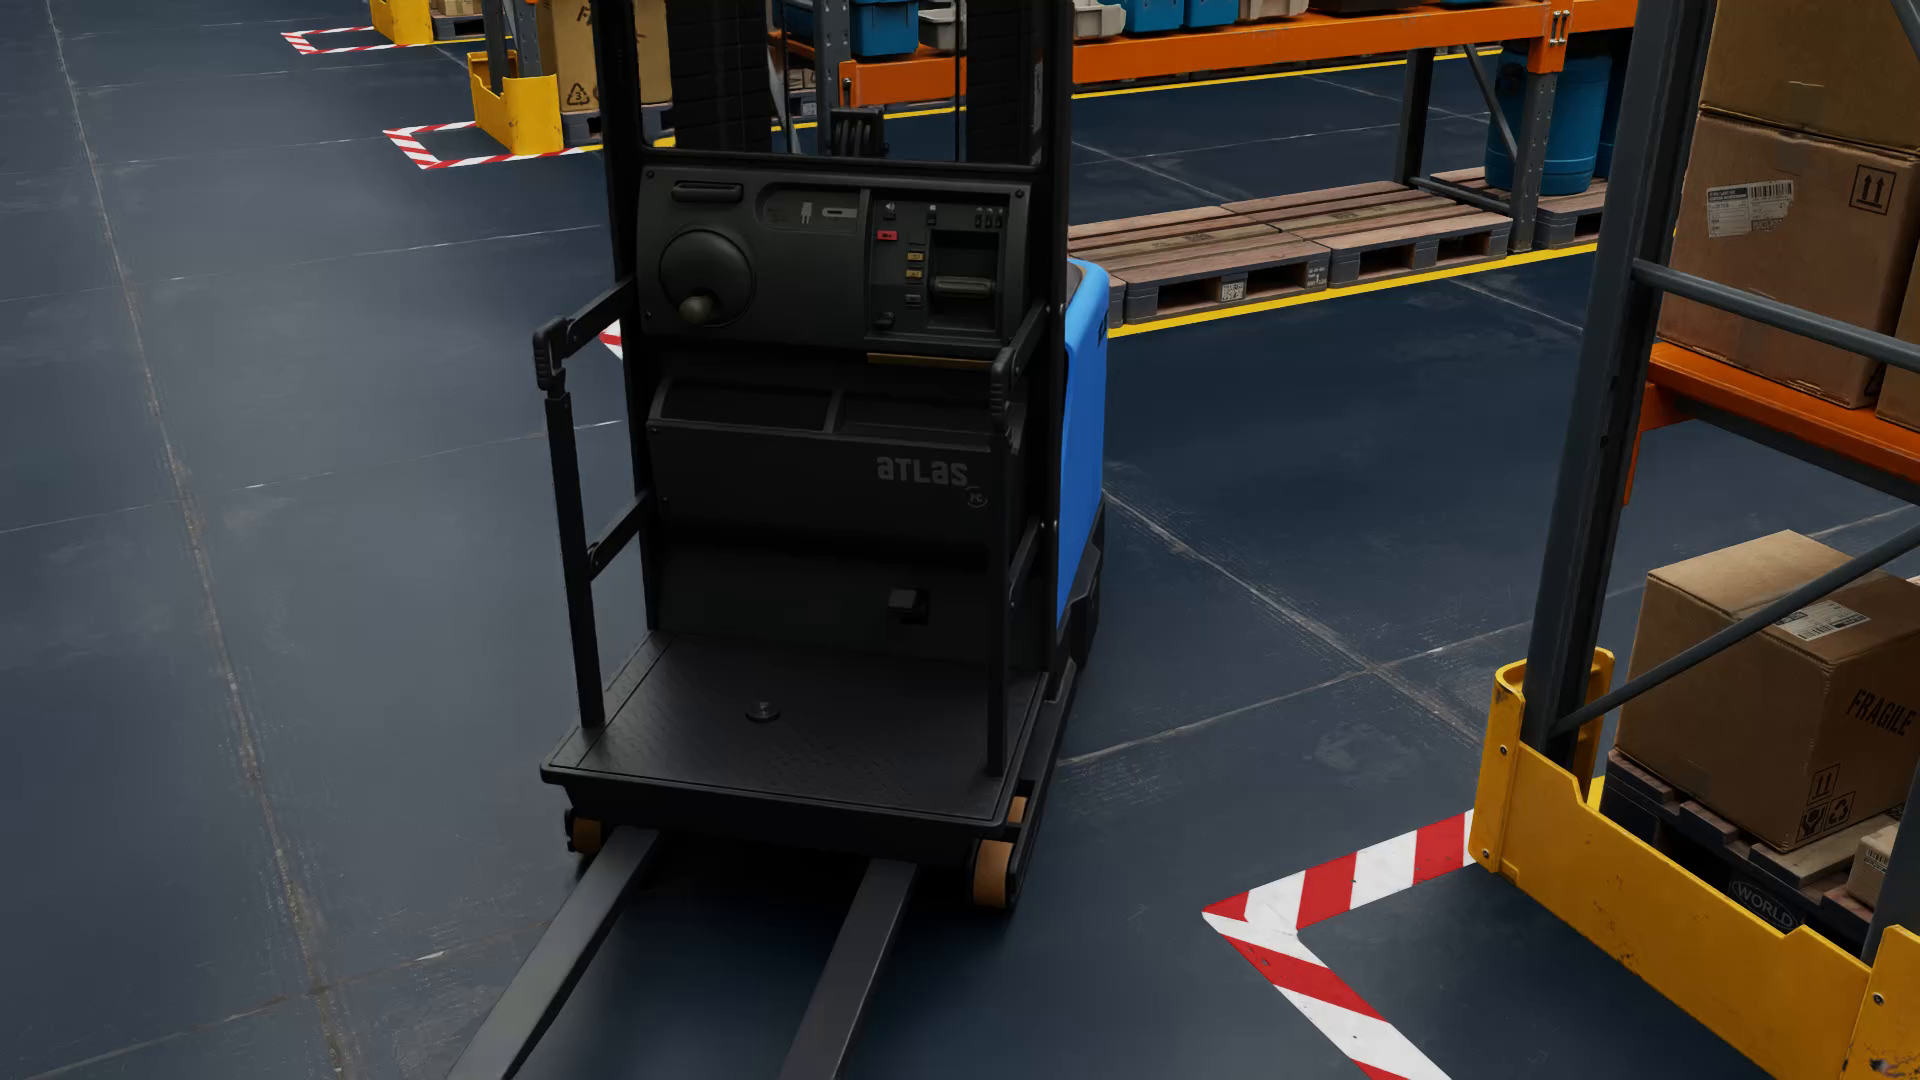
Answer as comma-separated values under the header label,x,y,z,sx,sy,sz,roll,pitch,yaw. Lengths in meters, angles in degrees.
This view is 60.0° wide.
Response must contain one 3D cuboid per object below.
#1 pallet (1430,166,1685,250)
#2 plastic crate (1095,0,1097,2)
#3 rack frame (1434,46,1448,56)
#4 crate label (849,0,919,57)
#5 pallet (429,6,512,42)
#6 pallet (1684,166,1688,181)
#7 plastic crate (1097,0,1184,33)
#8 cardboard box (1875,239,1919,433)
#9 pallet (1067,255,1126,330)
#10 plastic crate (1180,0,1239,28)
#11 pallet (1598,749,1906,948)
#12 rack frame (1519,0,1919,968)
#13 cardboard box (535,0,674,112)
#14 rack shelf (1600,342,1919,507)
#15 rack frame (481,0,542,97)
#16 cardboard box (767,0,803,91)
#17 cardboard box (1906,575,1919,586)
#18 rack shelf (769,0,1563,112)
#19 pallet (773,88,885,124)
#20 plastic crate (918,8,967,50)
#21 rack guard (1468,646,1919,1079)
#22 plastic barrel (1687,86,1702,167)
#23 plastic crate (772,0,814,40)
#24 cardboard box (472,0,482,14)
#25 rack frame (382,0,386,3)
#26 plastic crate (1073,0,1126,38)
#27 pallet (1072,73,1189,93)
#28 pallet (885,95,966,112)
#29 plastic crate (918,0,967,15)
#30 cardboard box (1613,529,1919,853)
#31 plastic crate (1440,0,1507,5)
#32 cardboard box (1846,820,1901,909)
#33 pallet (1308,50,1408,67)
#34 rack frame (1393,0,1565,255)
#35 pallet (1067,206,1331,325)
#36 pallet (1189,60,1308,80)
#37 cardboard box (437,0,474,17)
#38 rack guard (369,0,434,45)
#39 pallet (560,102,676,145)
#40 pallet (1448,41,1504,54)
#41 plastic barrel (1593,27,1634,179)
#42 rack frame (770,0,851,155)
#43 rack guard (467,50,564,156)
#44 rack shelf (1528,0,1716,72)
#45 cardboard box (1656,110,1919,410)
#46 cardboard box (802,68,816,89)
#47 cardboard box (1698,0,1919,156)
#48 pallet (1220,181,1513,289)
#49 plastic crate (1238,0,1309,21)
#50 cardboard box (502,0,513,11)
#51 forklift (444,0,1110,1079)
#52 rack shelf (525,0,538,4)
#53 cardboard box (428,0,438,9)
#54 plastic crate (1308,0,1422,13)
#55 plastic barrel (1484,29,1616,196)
label,x,y,z,sx,sy,sz,roll,pitch,yaw
pallet,3.502,-1.974,9.618,1.213,0.211,1.003,-13,29,-25
plastic crate,0.656,-2.606,7.946,0.250,0.136,0.298,-13,29,-25
rack frame,4.001,-5.796,14.356,0.127,3.000,1.000,-13,29,-25
crate label,-0.355,-2.151,6.889,0.303,0.233,0.416,-13,29,-25
pallet,-4.502,-4.992,15.903,1.213,0.211,1.003,-13,29,-25
pallet,4.580,-2.224,10.139,1.213,0.211,1.003,-13,29,-25
plastic crate,0.807,-2.419,7.448,0.300,0.233,0.416,-13,29,-25
cardboard box,2.116,-0.417,3.038,0.500,0.500,0.500,-12,28,-24
pallet,0.018,-1.171,7.946,1.213,0.211,1.003,-13,29,-25
plastic crate,1.072,-2.481,7.575,0.300,0.233,0.416,-13,29,-25
pallet,2.370,0.696,4.056,1.213,0.211,1.003,-13,29,-25
rack frame,1.600,-0.383,3.081,0.127,3.000,1.000,-13,29,-25
cardboard box,-2.531,-3.559,11.667,0.875,0.875,0.875,-13,29,-25
rack shelf,3.365,-0.466,4.086,4.000,0.370,1.077,-13,29,-25
rack frame,-3.058,-4.167,10.963,0.127,3.000,1.000,-13,29,-25
cardboard box,-1.728,-3.744,12.053,0.875,0.875,0.875,-13,29,-25
cardboard box,2.816,0.272,4.387,0.500,0.250,0.500,-13,29,-25
rack shelf,1.037,-2.358,8.027,4.000,0.370,1.077,-13,29,-25
pallet,-1.314,-3.349,12.482,1.213,0.211,1.003,-13,29,-25
plastic crate,-0.033,-2.142,6.980,0.298,0.136,0.250,-13,29,-25
rack guard,1.667,0.729,3.655,0.348,0.500,1.175,-13,29,-25
plastic barrel,4.455,-2.487,9.854,0.421,0.512,0.421,0,26,0
plastic crate,-0.520,-2.458,7.293,0.499,0.435,0.616,-13,29,-25
cardboard box,-4.498,-5.055,15.621,0.250,0.149,0.380,-13,29,-25
rack frame,-5.303,-6.082,14.951,0.127,3.000,1.000,-13,29,-25
plastic crate,0.566,-2.280,7.268,0.298,0.136,0.250,-13,29,-25
pallet,1.117,-3.910,13.650,1.213,0.211,1.003,-13,29,-25
pallet,-0.236,-3.599,13.003,1.213,0.211,1.003,-13,29,-25
plastic crate,-0.093,-2.419,7.557,0.243,0.136,0.396,-13,29,-25
cardboard box,1.964,0.341,3.954,0.500,0.500,0.500,-13,29,-25
plastic crate,2.551,-2.884,8.241,0.575,0.384,0.392,-13,29,-25
cardboard box,2.131,0.750,3.507,0.250,0.149,0.380,-13,29,-25
pallet,3.270,-4.407,14.686,1.213,0.211,1.003,-13,29,-25
rack frame,2.802,-3.090,8.720,0.127,3.000,1.000,-13,29,-25
pallet,1.094,-1.418,8.460,1.213,0.211,1.003,-13,29,-25
pallet,2.195,-4.160,14.172,1.213,0.211,1.003,-13,29,-25
cardboard box,-4.690,-4.970,15.445,0.250,0.149,0.380,-12,28,-24
rack guard,-5.236,-4.970,15.524,0.348,0.500,1.175,-13,29,-25
pallet,-2.389,-3.102,11.968,1.213,0.211,1.003,-13,29,-25
pallet,4.691,-4.698,15.290,1.213,0.211,1.003,-13,29,-25
plastic barrel,3.915,-2.582,9.601,0.708,0.901,0.600,-13,29,-25
rack frame,-0.727,-2.275,7.023,0.127,3.000,1.000,-13,29,-25
rack guard,-3.079,-3.035,11.494,0.348,0.500,1.175,-13,29,-25
rack shelf,4.567,-3.173,9.724,4.000,0.370,1.077,-13,29,-25
cardboard box,1.867,-0.623,3.466,0.500,0.500,0.500,-12,28,-24
cardboard box,-0.943,-3.926,12.431,0.875,0.875,0.875,-13,29,-25
cardboard box,1.863,-1.074,3.251,0.500,0.500,0.500,-13,29,-26
pallet,2.171,-1.668,8.981,1.213,0.211,1.003,-13,29,-25
plastic crate,1.407,-2.529,7.786,0.466,0.136,0.293,-13,29,-25
cardboard box,-4.282,-5.108,15.732,0.250,0.149,0.380,-13,28,-25
forklift,-0.344,-0.624,3.663,1.130,2.935,3.031,5,26,11
rack shelf,-1.293,-4.250,11.967,4.000,0.370,1.077,-13,29,-25
cardboard box,-4.937,-5.173,15.866,0.250,0.149,0.380,-12,28,-24
plastic crate,1.941,-2.662,8.078,0.590,0.125,0.437,-13,29,-25
plastic barrel,3.290,-2.438,9.300,0.708,0.901,0.600,-13,29,-25
